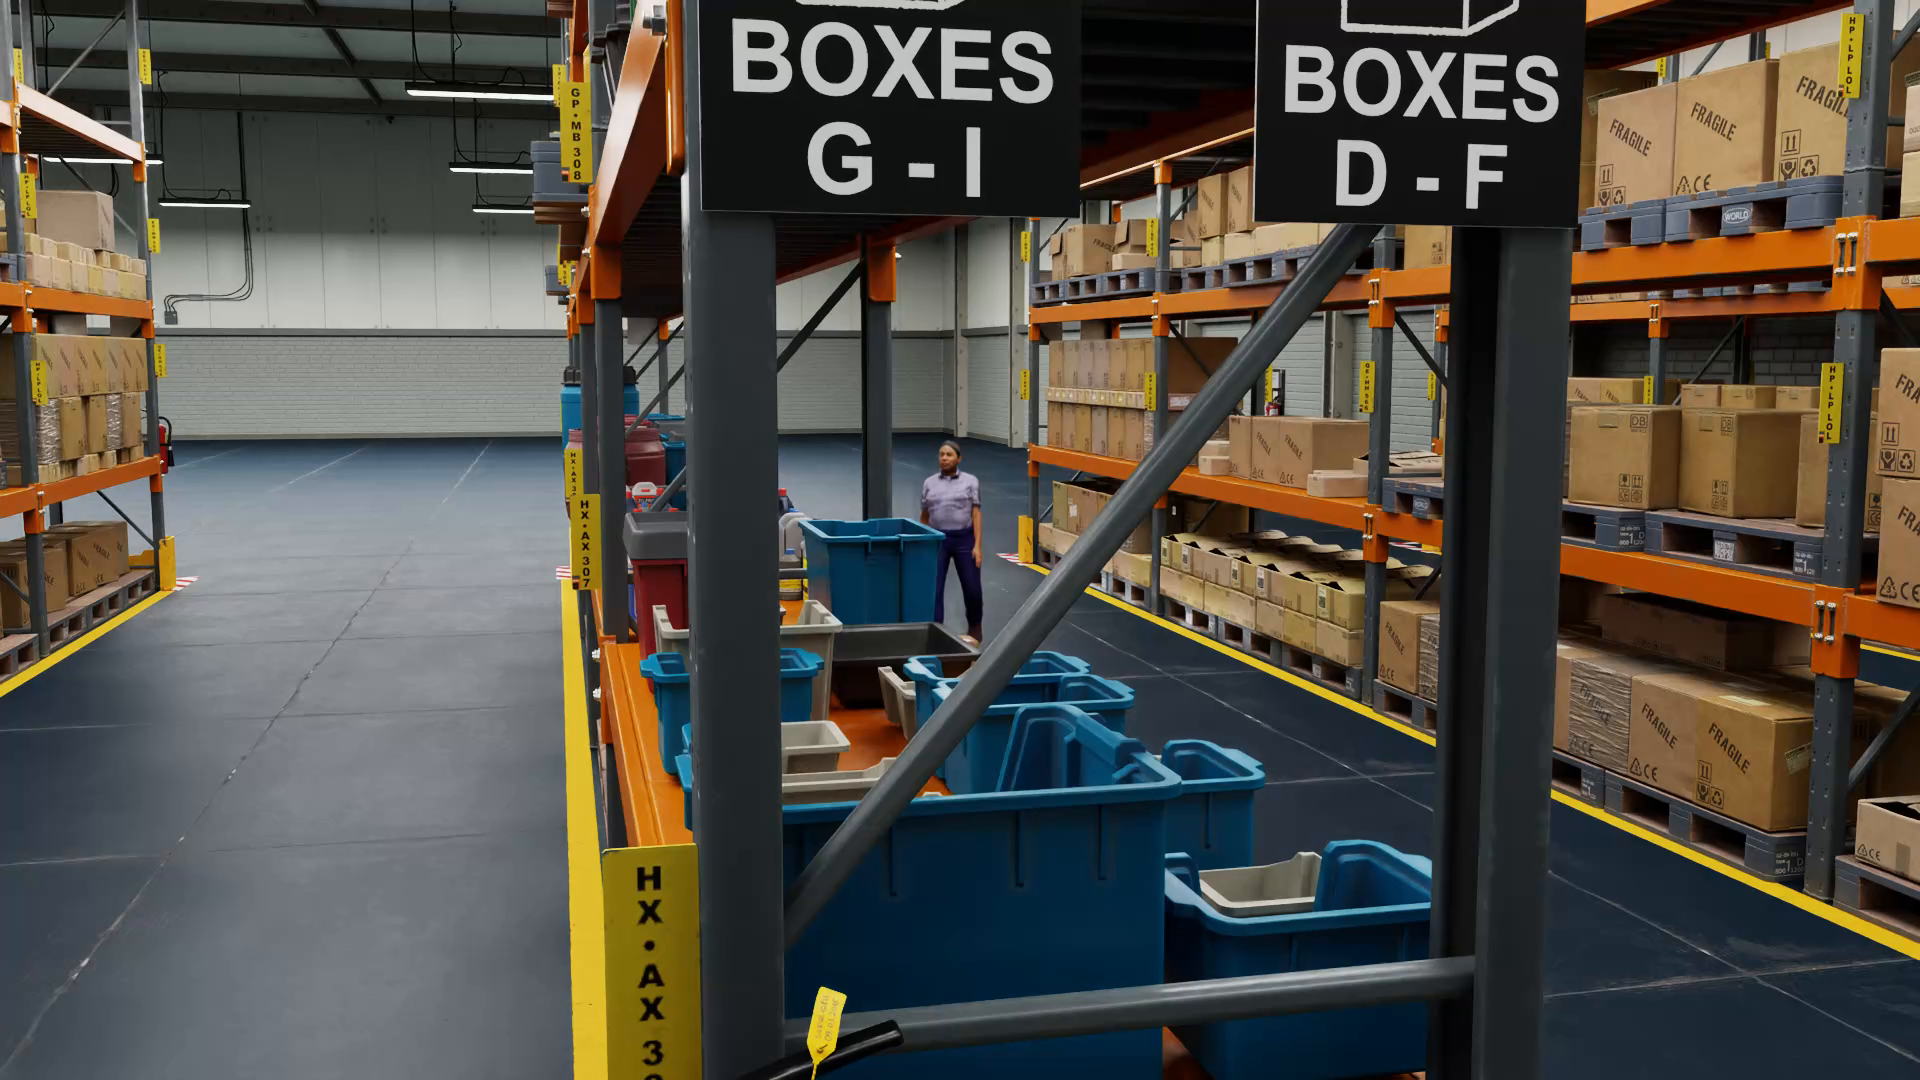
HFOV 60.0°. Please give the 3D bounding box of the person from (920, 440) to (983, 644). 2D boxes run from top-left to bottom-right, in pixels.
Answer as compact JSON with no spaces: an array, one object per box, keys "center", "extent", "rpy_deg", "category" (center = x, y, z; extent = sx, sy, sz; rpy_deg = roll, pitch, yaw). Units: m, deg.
[{"center":[-0.069,0.059,12.556],"extent":[0.489,1.617,0.757],"rpy_deg":[0,6,4],"category":"person"}]
